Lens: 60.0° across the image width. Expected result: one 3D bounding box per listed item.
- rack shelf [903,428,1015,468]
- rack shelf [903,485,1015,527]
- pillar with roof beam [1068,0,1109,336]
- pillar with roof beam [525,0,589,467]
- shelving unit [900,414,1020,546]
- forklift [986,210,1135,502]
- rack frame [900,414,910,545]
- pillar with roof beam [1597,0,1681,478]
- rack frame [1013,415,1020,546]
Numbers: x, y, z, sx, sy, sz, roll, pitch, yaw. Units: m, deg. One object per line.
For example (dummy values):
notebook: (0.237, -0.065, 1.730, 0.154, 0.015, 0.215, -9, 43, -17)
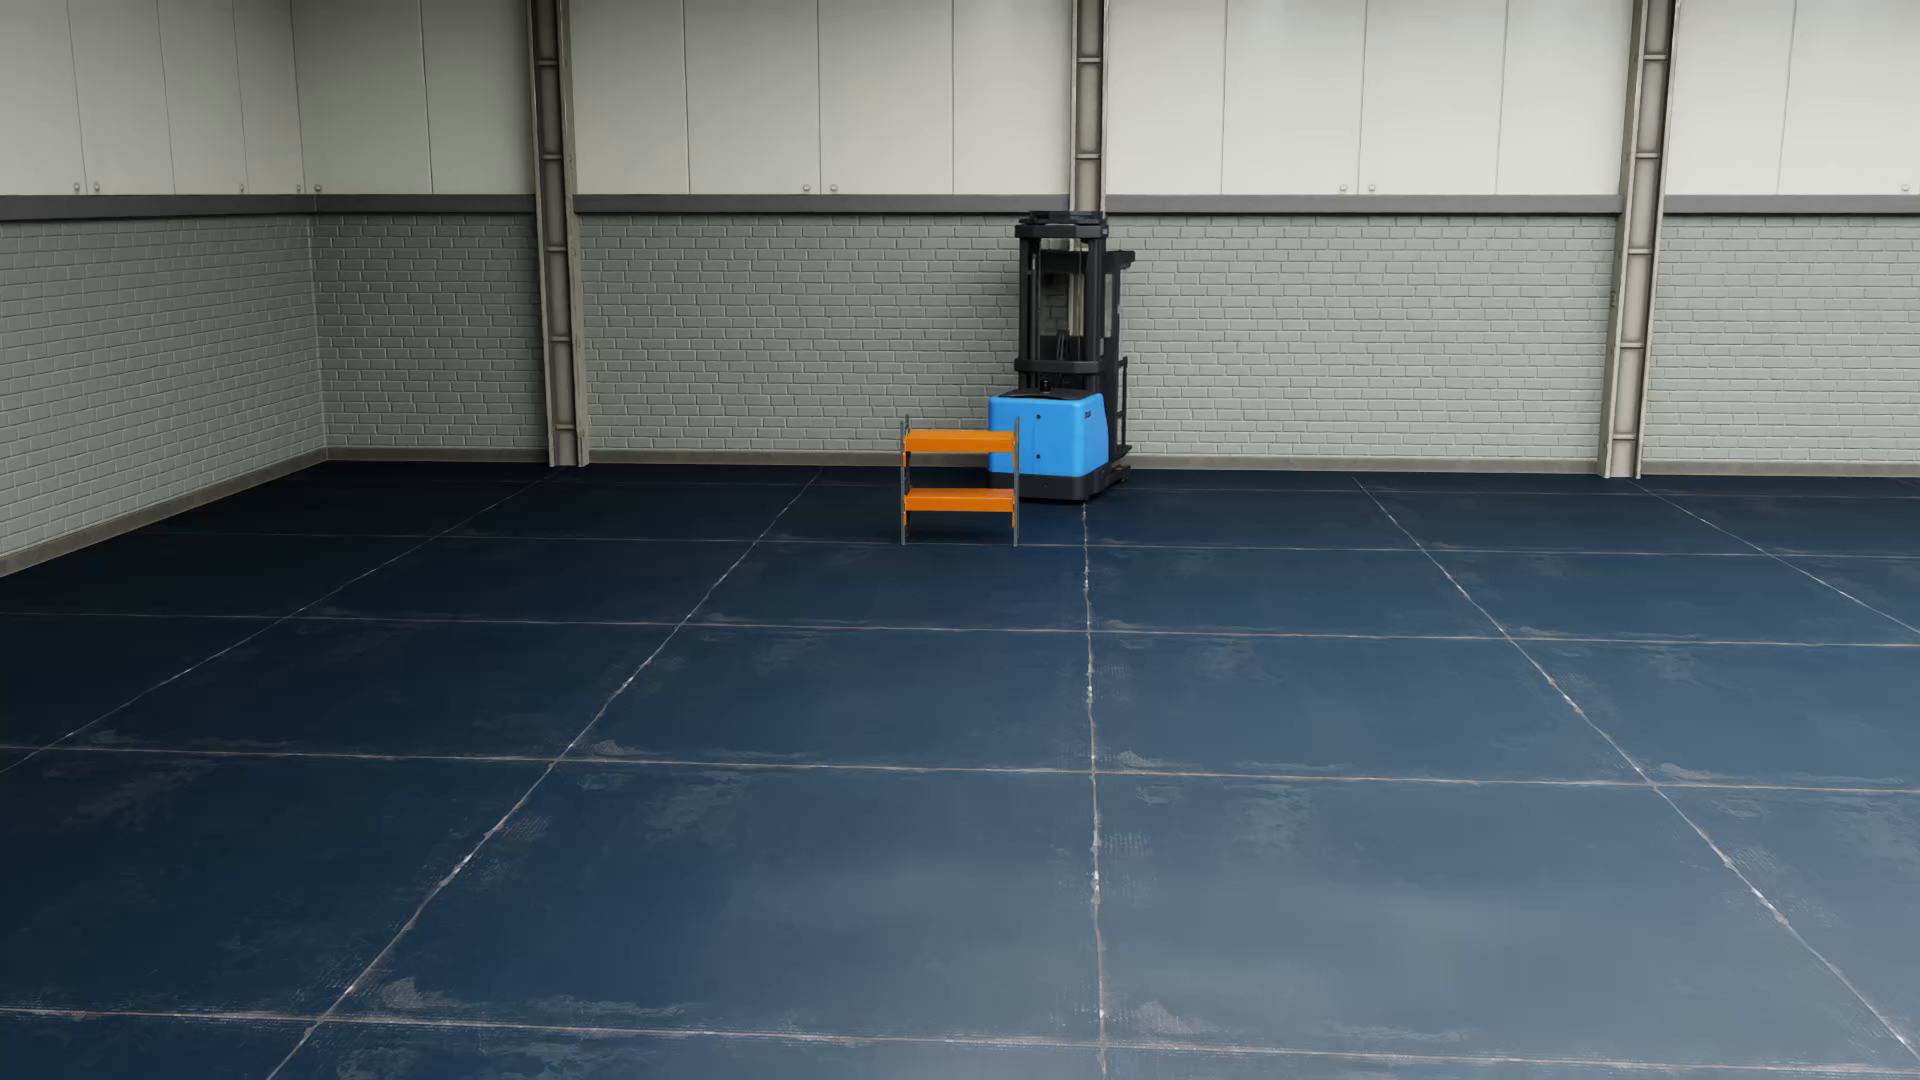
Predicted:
rack shelf: (0.007, -0.837, 15.074, 1.000, 0.278, 0.538, 1, 12, 4)
rack shelf: (0.007, -0.311, 15.184, 1.000, 0.278, 0.538, 1, 12, 4)
pillar with roof beam: (1.127, -4.328, 13.963, 0.400, 9.000, 9.100, 1, 12, 4)
pillar with roof beam: (-4.860, -4.410, 14.355, 0.400, 9.000, 9.100, 1, 12, 4)
shelving unit: (0.007, -0.550, 15.134, 1.048, 1.125, 0.538, 1, 12, 4)
forklift: (1.251, -2.087, 18.068, 1.130, 2.935, 3.031, 4, 13, 19)
rack frame: (-0.500, -0.557, 15.168, 0.032, 1.125, 0.500, 1, 12, 4)
pillar with roof beam: (7.113, -4.246, 13.570, 0.400, 9.000, 9.100, 1, 12, 4)
rack frame: (0.514, -0.544, 15.101, 0.032, 1.125, 0.500, 1, 12, 4)
